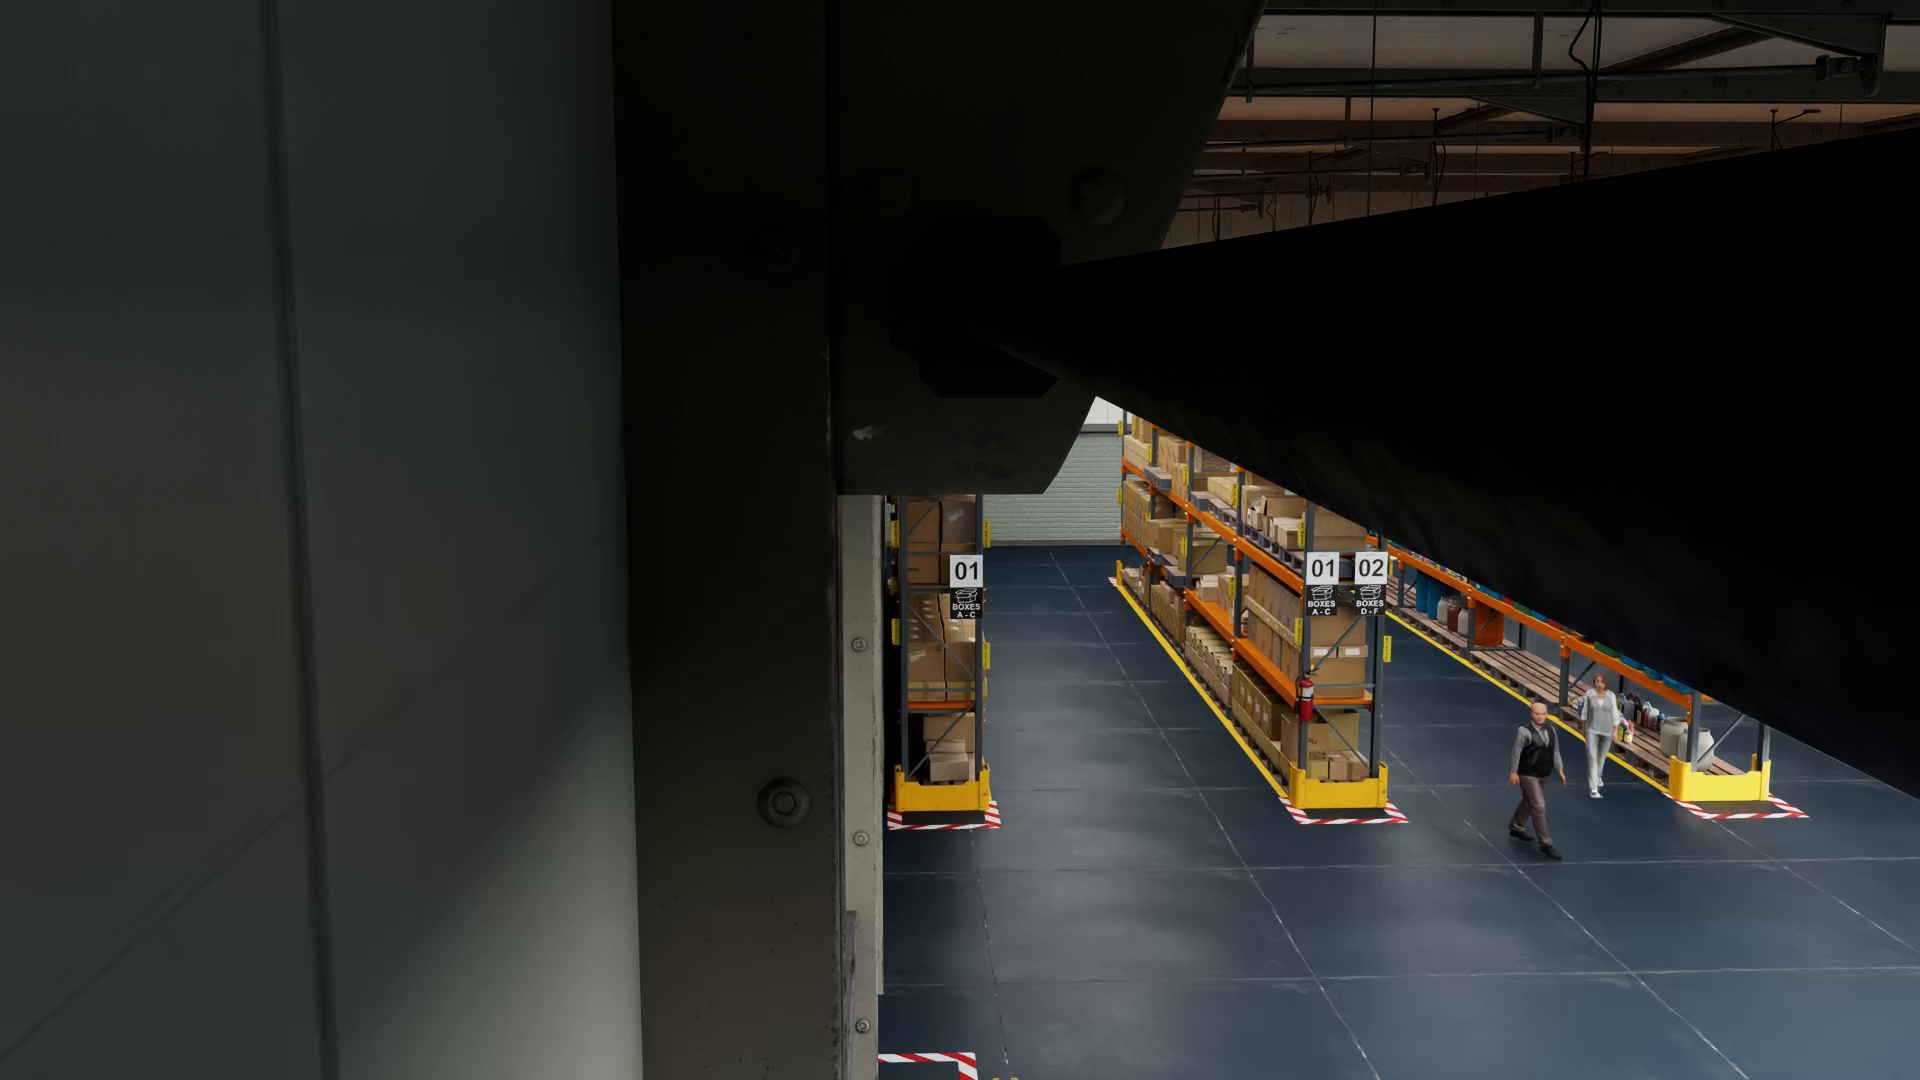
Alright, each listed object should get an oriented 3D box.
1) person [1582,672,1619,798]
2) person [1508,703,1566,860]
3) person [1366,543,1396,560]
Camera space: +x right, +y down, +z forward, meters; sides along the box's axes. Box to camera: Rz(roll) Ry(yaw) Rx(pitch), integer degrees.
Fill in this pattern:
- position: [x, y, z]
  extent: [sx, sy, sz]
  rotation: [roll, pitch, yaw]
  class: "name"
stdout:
- position: [8.126, 2.451, 21.091]
  extent: [0.426, 1.546, 0.929]
  rotation: [2, 9, 12]
  class: "person"
- position: [6.606, 2.693, 18.973]
  extent: [0.564, 1.702, 0.863]
  rotation: [-5, 10, -29]
  class: "person"
- position: [9.968, -0.304, 39.770]
  extent: [1.009, 1.562, 0.439]
  rotation: [6, 10, 35]
  class: "person"
